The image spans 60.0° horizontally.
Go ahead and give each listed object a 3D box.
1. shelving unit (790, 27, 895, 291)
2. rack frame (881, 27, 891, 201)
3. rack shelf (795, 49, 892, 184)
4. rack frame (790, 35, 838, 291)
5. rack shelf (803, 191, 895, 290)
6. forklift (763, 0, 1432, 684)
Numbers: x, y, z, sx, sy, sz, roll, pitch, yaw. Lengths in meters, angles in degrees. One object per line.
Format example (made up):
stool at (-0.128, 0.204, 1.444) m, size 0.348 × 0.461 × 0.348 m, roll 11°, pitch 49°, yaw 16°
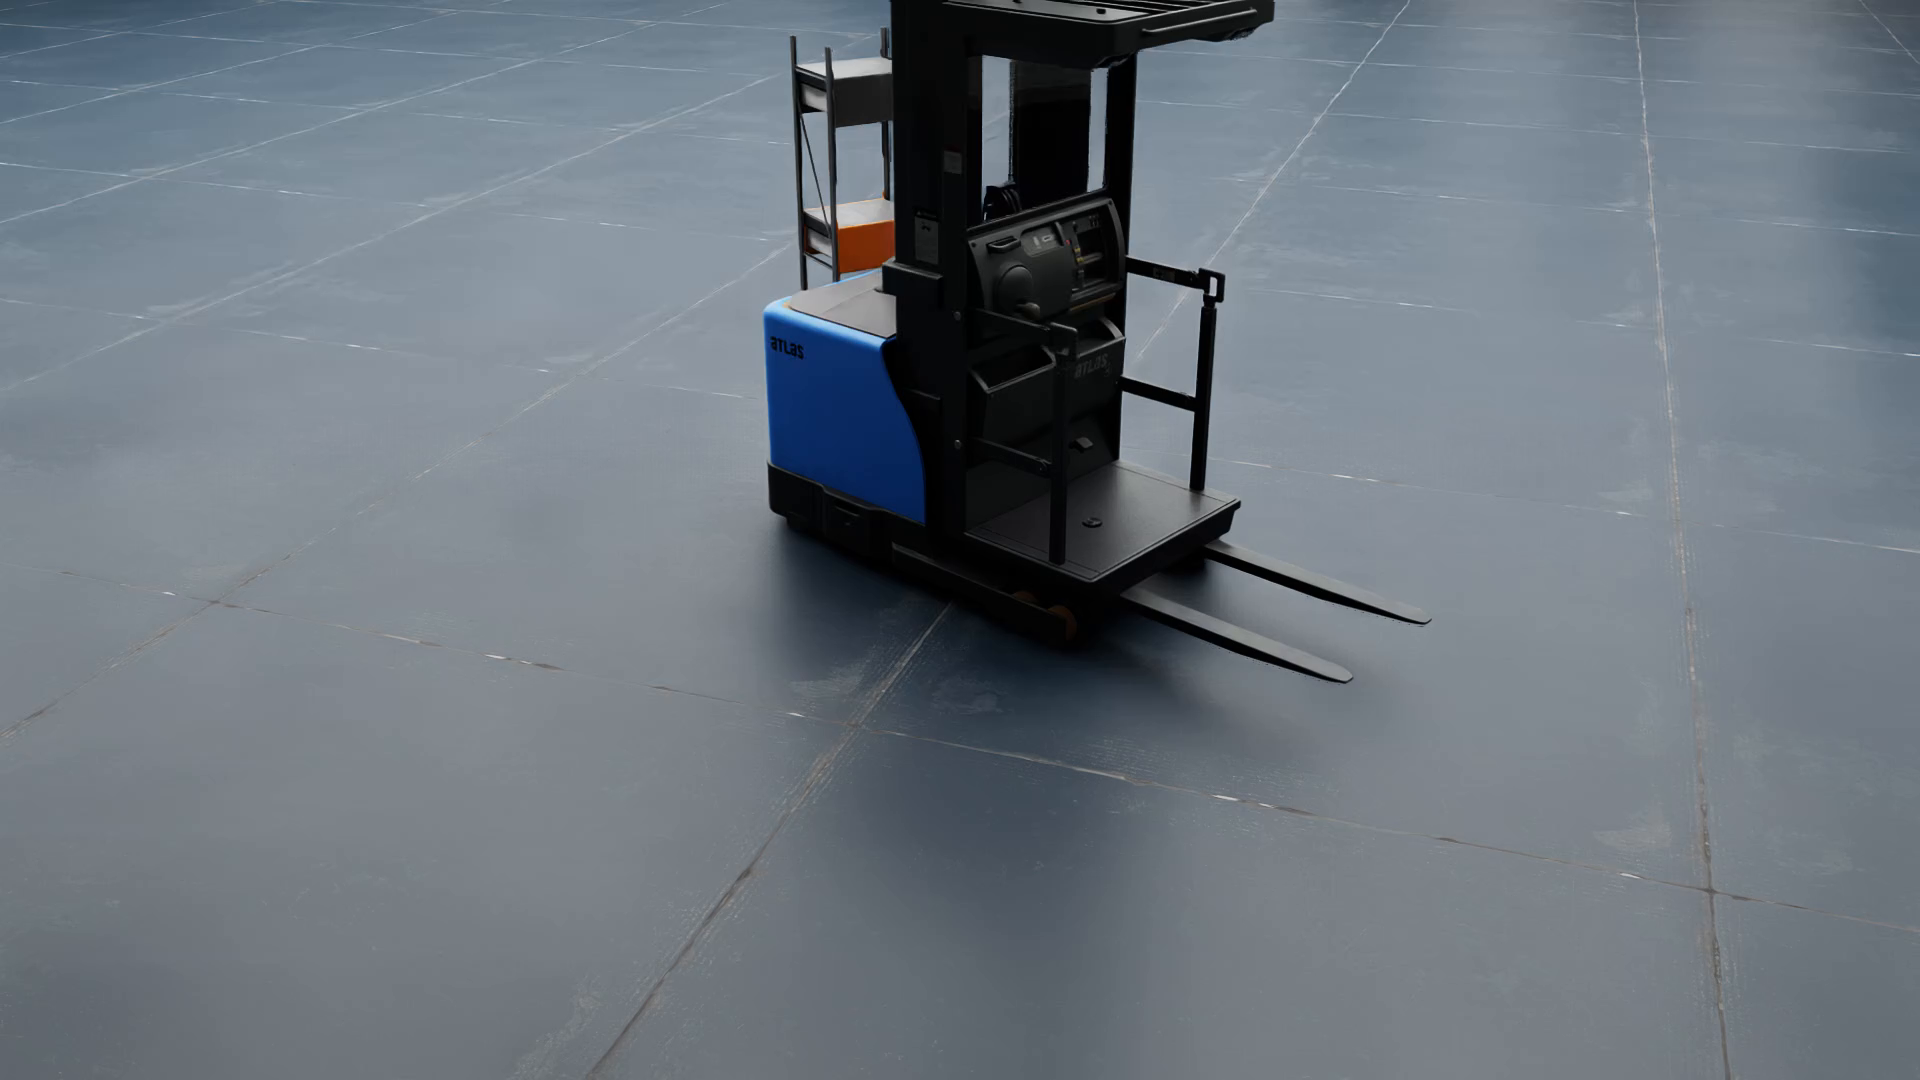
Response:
shelving unit at (-0.485, -1.421, 8.274) m, size 0.503 × 2.100 × 0.431 m, roll -15°, pitch 29°, yaw -27°
rack frame at (-0.275, -1.476, 8.387) m, size 0.015 × 2.100 × 0.400 m, roll -15°, pitch 29°, yaw -27°
rack shelf at (-0.485, -2.038, 7.975) m, size 0.480 × 0.518 × 0.431 m, roll -15°, pitch 29°, yaw -27°
rack frame at (-0.694, -1.366, 8.162) m, size 0.015 × 2.100 × 0.400 m, roll -15°, pitch 29°, yaw -27°
rack shelf at (-0.485, -1.409, 8.280) m, size 0.480 × 0.518 × 0.431 m, roll -15°, pitch 29°, yaw -27°
forklift at (0.526, -1.141, 6.742) m, size 3.031 × 2.935 × 1.130 m, roll 21°, pitch 33°, yaw 37°
